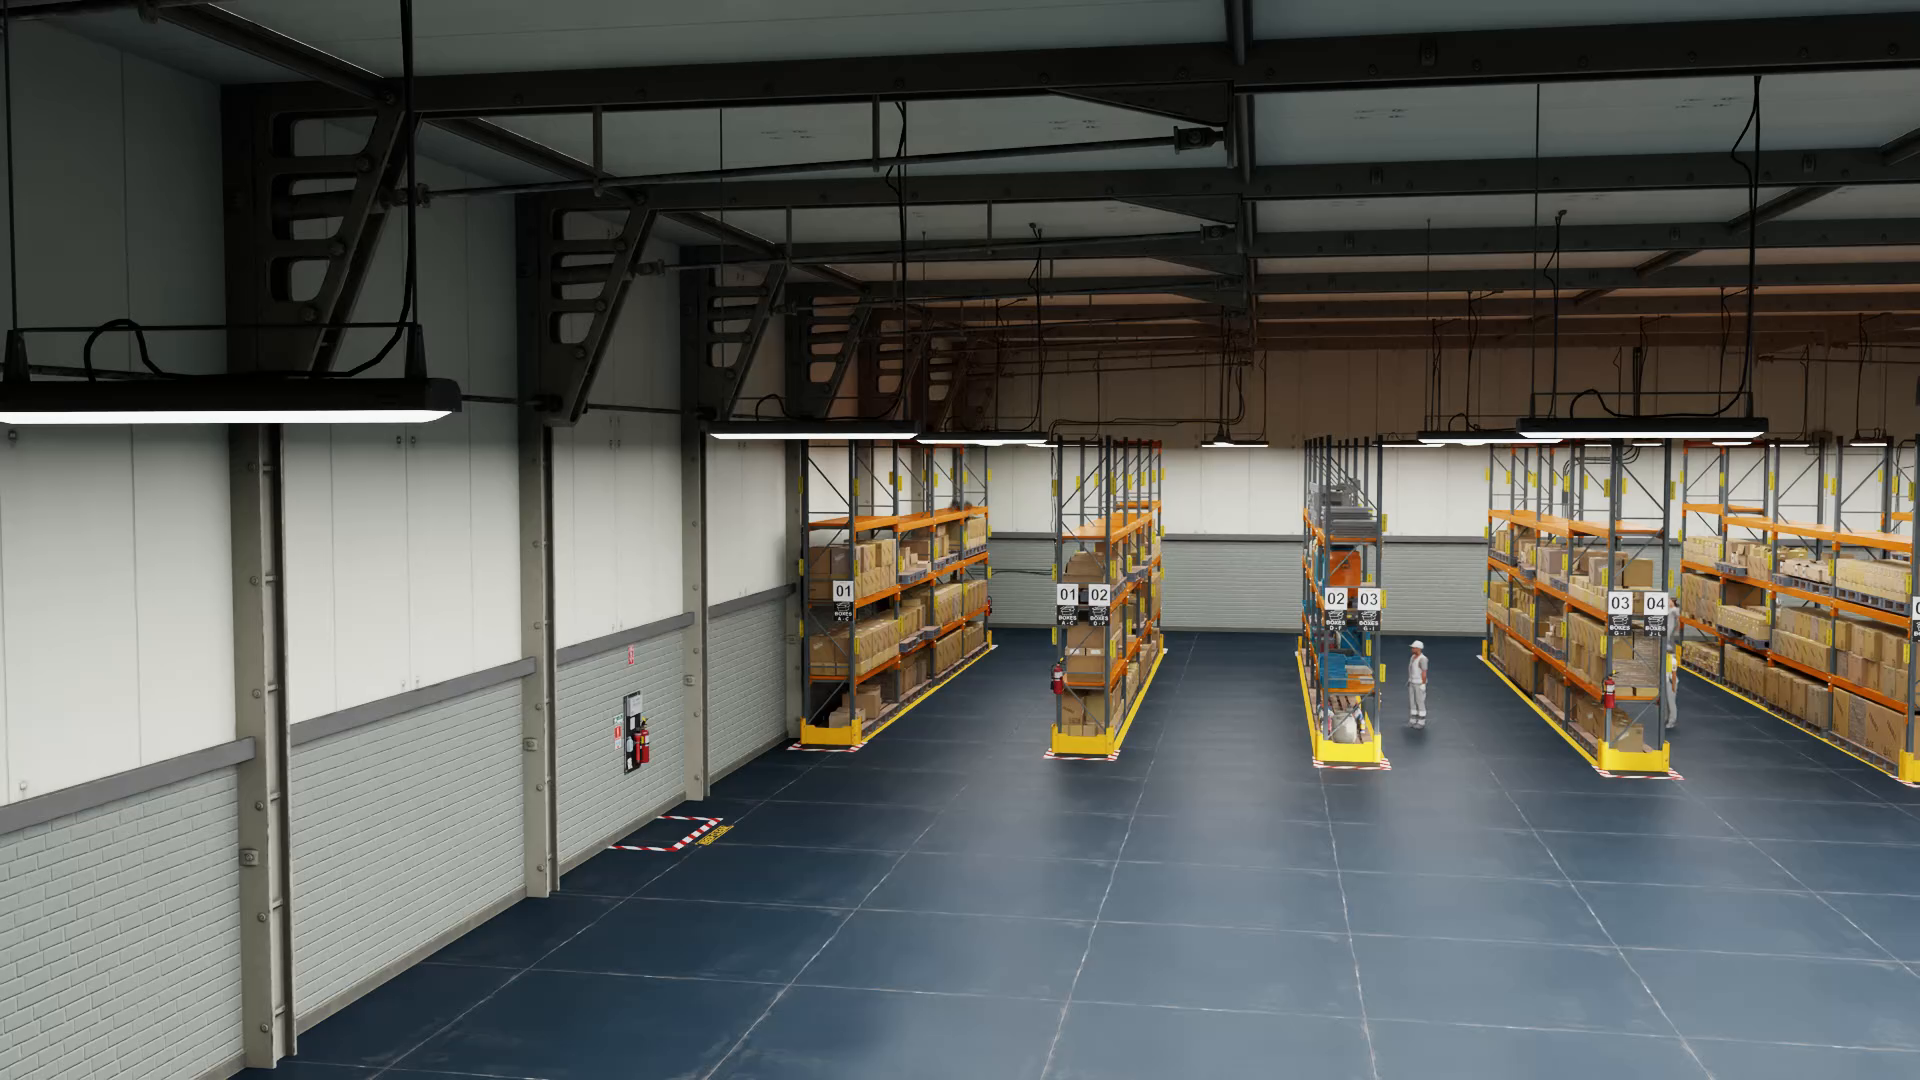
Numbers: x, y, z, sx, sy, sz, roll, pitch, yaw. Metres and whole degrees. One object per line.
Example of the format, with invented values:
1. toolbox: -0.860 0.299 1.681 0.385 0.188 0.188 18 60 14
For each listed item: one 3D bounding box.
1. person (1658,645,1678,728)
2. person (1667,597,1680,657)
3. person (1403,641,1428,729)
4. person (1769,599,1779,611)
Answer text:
1. person: 14.705 3.028 34.563 0.438 1.680 0.591 -1 3 -12
2. person: 19.482 2.422 45.705 0.640 1.702 0.514 -1 3 -17
3. person: 9.365 2.967 34.152 0.418 1.798 0.554 -1 3 -17
4. person: 21.826 2.411 44.761 1.032 1.712 0.634 3 4 40
